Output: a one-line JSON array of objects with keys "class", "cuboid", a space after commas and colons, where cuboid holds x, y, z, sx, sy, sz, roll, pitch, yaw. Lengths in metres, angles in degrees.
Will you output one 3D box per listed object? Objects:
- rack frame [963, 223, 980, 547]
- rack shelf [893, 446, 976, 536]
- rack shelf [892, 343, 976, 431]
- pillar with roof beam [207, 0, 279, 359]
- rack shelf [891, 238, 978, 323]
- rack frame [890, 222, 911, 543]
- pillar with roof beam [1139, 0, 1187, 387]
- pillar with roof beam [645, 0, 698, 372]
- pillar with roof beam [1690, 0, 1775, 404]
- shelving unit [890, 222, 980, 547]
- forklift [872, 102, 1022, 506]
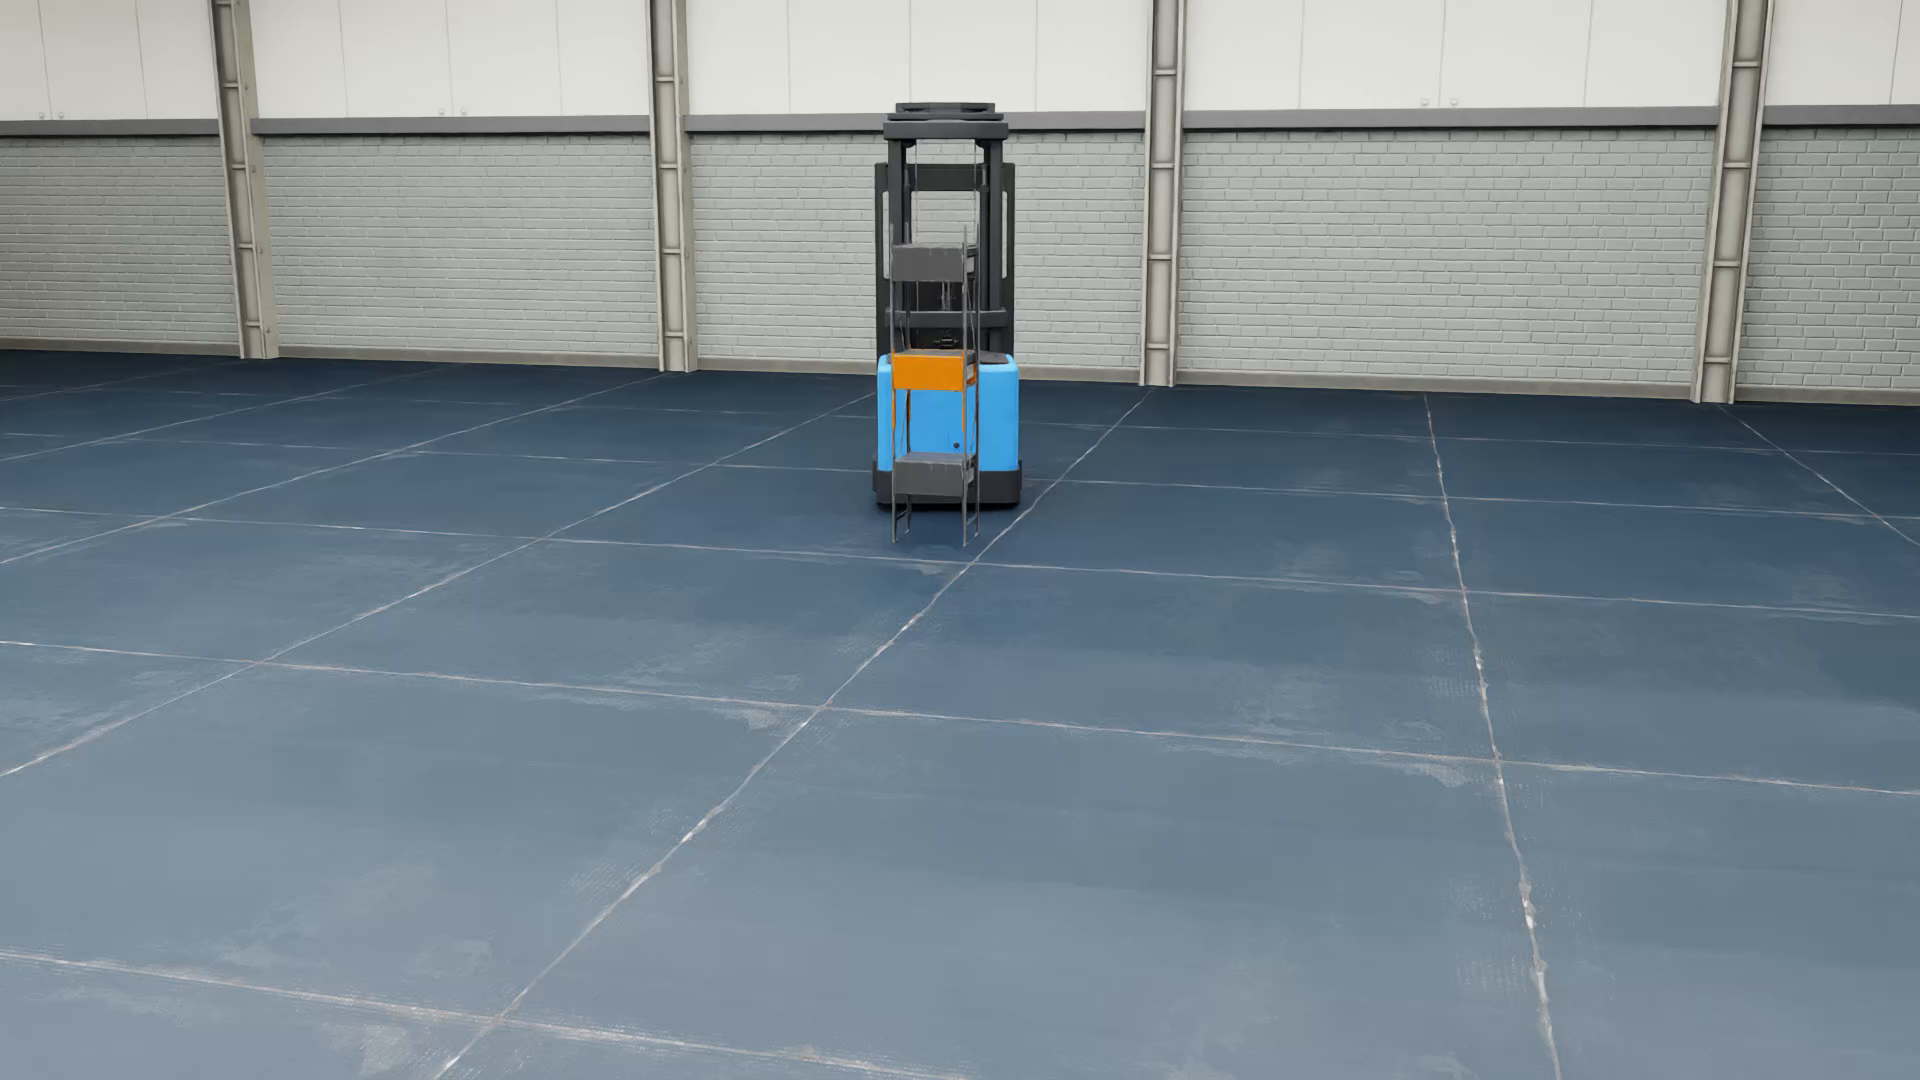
[{"class": "rack frame", "cuboid": [0.076, -1.021, 10.988, 0.015, 2.100, 0.400, 3, 13, 14]}, {"class": "rack shelf", "cuboid": [-0.161, -0.337, 11.200, 0.480, 0.518, 0.431, 3, 13, 14]}, {"class": "rack shelf", "cuboid": [-0.161, -1.020, 11.048, 0.480, 0.518, 0.431, 3, 13, 14]}, {"class": "pillar with roof beam", "cuboid": [-10.373, -5.923, 17.155, 0.400, 9.000, 9.100, 3, 13, 14]}, {"class": "rack shelf", "cuboid": [-0.161, -1.704, 10.896, 0.480, 0.518, 0.431, 3, 13, 14]}, {"class": "rack frame", "cuboid": [-0.398, -1.046, 11.102, 0.015, 2.100, 0.400, 3, 13, 14]}, {"class": "pillar with roof beam", "cuboid": [1.277, -5.300, 14.348, 0.400, 9.000, 9.100, 3, 13, 14]}, {"class": "pillar with roof beam", "cuboid": [-4.548, -5.612, 15.751, 0.400, 9.000, 9.100, 3, 13, 14]}, {"class": "pillar with roof beam", "cuboid": [7.102, -4.989, 12.945, 0.400, 9.000, 9.100, 3, 13, 14]}, {"class": "shelving unit", "cuboid": [-0.161, -1.034, 11.045, 0.503, 2.100, 0.431, 3, 13, 14]}, {"class": "forklift", "cuboid": [-0.125, -1.953, 13.270, 1.130, 2.935, 3.031, 0, 13, -2]}]
